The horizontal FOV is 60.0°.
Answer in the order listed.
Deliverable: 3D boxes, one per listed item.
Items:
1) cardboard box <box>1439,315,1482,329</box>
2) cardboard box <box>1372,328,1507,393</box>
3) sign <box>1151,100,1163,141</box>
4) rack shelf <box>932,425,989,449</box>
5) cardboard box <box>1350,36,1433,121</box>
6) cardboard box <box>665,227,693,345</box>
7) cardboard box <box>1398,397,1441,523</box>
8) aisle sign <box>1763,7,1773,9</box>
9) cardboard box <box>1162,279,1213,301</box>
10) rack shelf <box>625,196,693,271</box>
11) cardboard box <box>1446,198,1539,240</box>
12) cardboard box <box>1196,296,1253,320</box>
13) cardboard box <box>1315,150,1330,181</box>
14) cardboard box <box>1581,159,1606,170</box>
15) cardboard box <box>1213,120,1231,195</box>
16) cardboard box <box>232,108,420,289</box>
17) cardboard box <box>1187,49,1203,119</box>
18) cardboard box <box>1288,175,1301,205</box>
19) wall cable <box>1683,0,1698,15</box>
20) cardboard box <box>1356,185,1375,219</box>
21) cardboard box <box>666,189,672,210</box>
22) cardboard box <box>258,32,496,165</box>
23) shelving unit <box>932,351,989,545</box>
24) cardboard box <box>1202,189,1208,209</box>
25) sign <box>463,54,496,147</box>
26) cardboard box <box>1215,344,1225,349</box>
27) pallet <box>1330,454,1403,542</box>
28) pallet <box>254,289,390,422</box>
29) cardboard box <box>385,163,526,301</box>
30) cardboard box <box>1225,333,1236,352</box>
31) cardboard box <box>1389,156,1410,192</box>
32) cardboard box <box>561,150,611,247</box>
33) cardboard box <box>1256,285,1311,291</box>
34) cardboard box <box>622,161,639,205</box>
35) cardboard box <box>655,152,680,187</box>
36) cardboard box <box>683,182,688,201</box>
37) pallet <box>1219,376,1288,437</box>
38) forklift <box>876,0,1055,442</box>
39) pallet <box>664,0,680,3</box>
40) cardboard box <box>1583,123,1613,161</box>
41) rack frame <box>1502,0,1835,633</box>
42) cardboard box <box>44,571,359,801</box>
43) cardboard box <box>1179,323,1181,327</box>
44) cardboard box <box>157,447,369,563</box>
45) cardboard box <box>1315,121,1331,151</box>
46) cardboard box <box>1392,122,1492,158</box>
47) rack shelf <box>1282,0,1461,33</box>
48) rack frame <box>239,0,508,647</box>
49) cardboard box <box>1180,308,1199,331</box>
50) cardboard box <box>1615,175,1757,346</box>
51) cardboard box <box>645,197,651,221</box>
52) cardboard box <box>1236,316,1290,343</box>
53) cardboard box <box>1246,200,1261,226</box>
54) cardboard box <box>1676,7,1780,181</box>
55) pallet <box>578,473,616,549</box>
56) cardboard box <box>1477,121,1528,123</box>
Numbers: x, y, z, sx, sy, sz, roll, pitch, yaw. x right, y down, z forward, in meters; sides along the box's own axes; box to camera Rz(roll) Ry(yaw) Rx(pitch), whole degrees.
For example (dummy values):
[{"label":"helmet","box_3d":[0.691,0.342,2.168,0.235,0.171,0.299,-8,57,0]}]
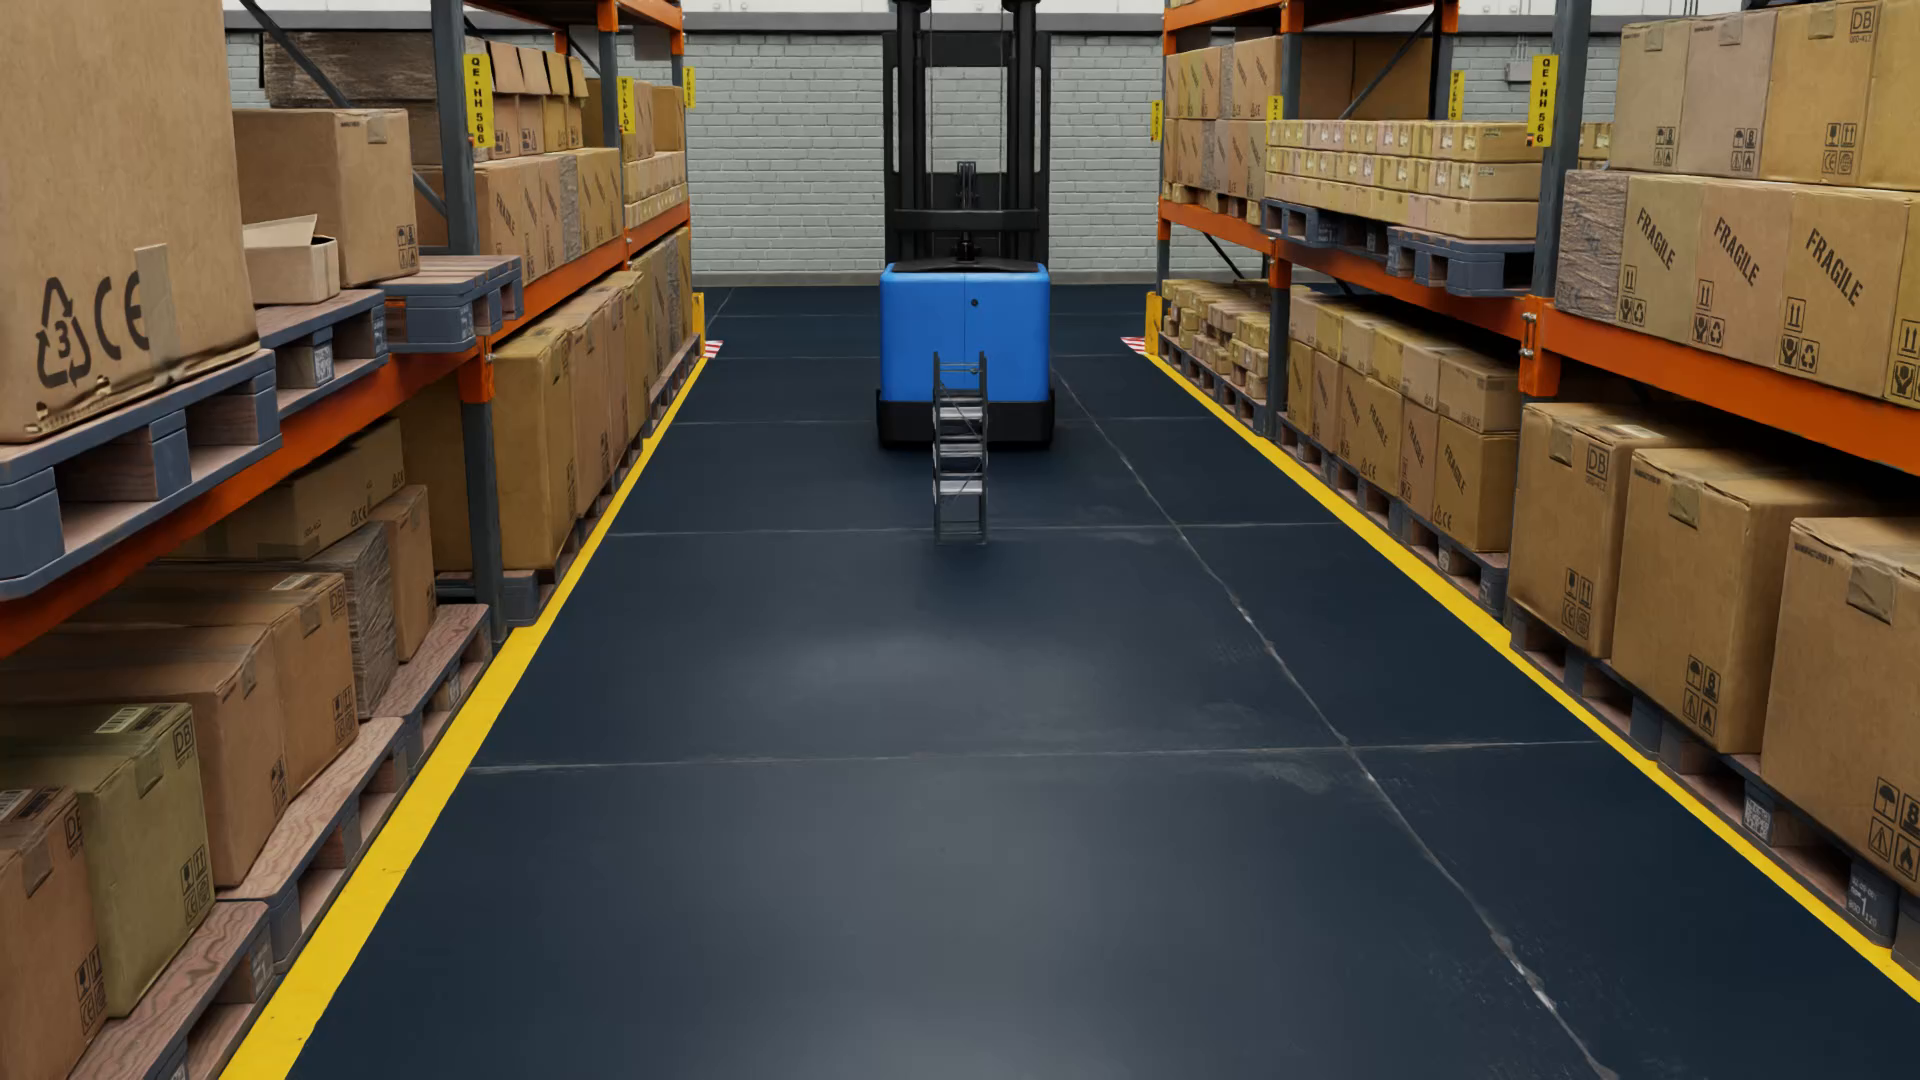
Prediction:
[{"label":"cardboard box","box_3d":[2.798,-1.010,8.601,0.500,0.250,0.500,-2,15,-6]},{"label":"cardboard box","box_3d":[2.320,-0.874,8.072,0.500,0.250,0.500,-1,14,-2]},{"label":"sign","box_3d":[1.645,-3.500,13.873,0.100,0.325,0.005,-1,14,-3]},{"label":"rack shelf","box_3d":[0.000,-0.493,7.908,0.258,0.077,0.200,-1,14,-3]},{"label":"cardboard box","box_3d":[2.649,-2.887,10.424,0.500,0.500,0.500,-1,14,-2]},{"label":"cardboard box","box_3d":[-2.651,-2.054,13.413,0.875,0.875,0.875,-1,14,-3]},{"label":"cardboard box","box_3d":[2.352,-0.381,7.663,0.500,0.500,0.500,0,14,-1]},{"label":"aisle sign","box_3d":[6.827,-4.463,14.137,0.394,0.787,0.004,-1,14,-3]},{"label":"cardboard box","box_3d":[1.880,-2.065,13.716,0.380,0.149,0.250,-2,15,-6]},{"label":"rack shelf","box_3d":[-2.647,-2.192,11.971,1.077,0.370,4.000,-1,14,-3]},{"label":"cardboard box","box_3d":[2.193,-1.297,6.710,0.380,0.149,0.250,-1,14,-3]},{"label":"cardboard box","box_3d":[1.981,-1.738,12.445,0.380,0.149,0.250,-1,14,-3]},{"label":"cardboard box","box_3d":[2.069,-1.955,8.670,0.380,0.149,0.250,0,14,-1]},{"label":"cardboard box","box_3d":[2.833,-1.516,6.965,0.380,0.149,0.250,0,14,-1]},{"label":"cardboard box","box_3d":[2.062,-2.656,11.532,0.500,0.500,0.500,-1,14,-4]},{"label":"cardboard box","box_3d":[-2.067,-1.029,4.963,0.700,0.500,0.500,1,14,5]},{"label":"cardboard box","box_3d":[1.997,-3.395,12.399,0.500,0.500,0.500,-1,14,-5]},{"label":"cardboard box","box_3d":[2.034,-1.940,9.209,0.380,0.149,0.250,-1,14,-3]},{"label":"wall cable","box_3d":[10.020,-7.569,19.311,2.988,3.039,0.133,-1,14,-3]},{"label":"cardboard box","box_3d":[2.118,-1.616,7.950,0.380,0.149,0.250,0,14,-2]},{"label":"cardboard box","box_3d":[-2.338,-2.514,12.283,0.380,0.149,0.250,-1,14,-3]},{"label":"cardboard box","box_3d":[-2.304,-1.765,6.652,0.797,0.503,0.637,0,14,-2]},{"label":"shelving unit","box_3d":[0.000,-0.438,7.922,0.258,0.900,0.210,-1,14,-3]},{"label":"cardboard box","box_3d":[2.032,-2.560,12.460,0.380,0.149,0.250,-1,14,-5]},{"label":"sign","box_3d":[-1.734,-1.582,5.989,0.100,0.325,0.005,-1,14,-3]},{"label":"cardboard box","box_3d":[2.056,-1.333,12.066,0.380,0.149,0.250,-1,14,-2]},{"label":"pallet","box_3d":[2.562,-0.246,8.561,1.003,0.211,1.213,-1,14,-3]},{"label":"pallet","box_3d":[-2.111,-0.464,4.194,1.003,0.211,1.213,-1,14,-3]},{"label":"cardboard box","box_3d":[-2.033,-1.222,6.555,0.500,0.500,0.500,0,14,-2]},{"label":"cardboard box","box_3d":[2.081,-1.395,11.711,0.380,0.149,0.250,-1,14,-2]},{"label":"cardboard box","box_3d":[2.145,-1.635,7.427,0.380,0.149,0.250,-1,14,-3]},{"label":"cardboard box","box_3d":[-2.197,-1.856,9.021,0.500,0.500,0.500,0,14,-2]},{"label":"cardboard box","box_3d":[2.573,-1.947,13.257,0.380,0.149,0.250,-1,14,-5]},{"label":"cardboard box","box_3d":[-2.290,-2.236,10.399,0.500,0.250,0.500,-1,14,-4]},{"label":"cardboard box","box_3d":[-2.445,-2.867,12.853,0.500,0.250,0.500,-1,14,-4]},{"label":"cardboard box","box_3d":[-2.420,-2.833,13.521,0.380,0.149,0.250,-1,14,-2]},{"label":"pallet","box_3d":[2.357,-0.911,11.142,1.003,0.211,1.213,-1,14,-3]},{"label":"forklift","box_3d":[0.048,-2.327,11.187,1.130,2.935,3.031,0,14,1]},{"label":"pallet","box_3d":[-2.714,-4.263,12.735,1.003,0.211,1.213,-1,14,-3]},{"label":"cardboard box","box_3d":[2.827,-1.654,6.904,0.380,0.149,0.250,-1,14,-5]},{"label":"rack frame","box_3d":[2.682,-1.100,6.281,1.000,3.000,0.127,-1,14,-3]},{"label":"cardboard box","box_3d":[-2.124,0.394,4.609,0.700,0.500,0.500,0,14,1]},{"label":"cardboard box","box_3d":[1.997,-1.713,13.543,0.380,0.149,0.250,-1,14,-4]},{"label":"cardboard box","box_3d":[-2.160,-0.116,5.087,0.500,0.250,0.500,1,14,3]},{"label":"cardboard box","box_3d":[2.066,-2.101,8.638,0.380,0.149,0.250,-1,14,-4]},{"label":"cardboard box","box_3d":[2.144,-1.778,7.386,0.380,0.149,0.250,0,14,-2]},{"label":"rack shelf","box_3d":[2.558,-2.702,7.930,1.077,0.370,4.000,-1,14,-3]},{"label":"rack frame","box_3d":[-2.275,-1.048,6.081,1.000,3.000,0.127,-1,14,-3]},{"label":"cardboard box","box_3d":[1.934,-1.728,13.004,0.380,0.149,0.250,0,14,-2]},{"label":"cardboard box","box_3d":[2.475,-0.906,5.327,0.500,0.500,0.500,-1,14,-4]},{"label":"cardboard box","box_3d":[-2.260,-2.196,11.048,0.380,0.149,0.250,-1,14,-5]},{"label":"cardboard box","box_3d":[2.074,-1.415,11.189,0.380,0.149,0.250,-1,14,-4]},{"label":"cardboard box","box_3d":[2.058,-2.103,10.683,0.380,0.149,0.250,-1,14,-5]},{"label":"cardboard box","box_3d":[2.732,-1.395,5.221,0.700,0.500,0.500,-1,14,-4]},{"label":"pallet","box_3d":[-2.321,-0.198,8.372,1.003,0.211,1.213,-1,14,-3]},{"label":"cardboard box","box_3d":[2.752,-1.977,8.156,0.380,0.149,0.250,-1,14,-4]}]
